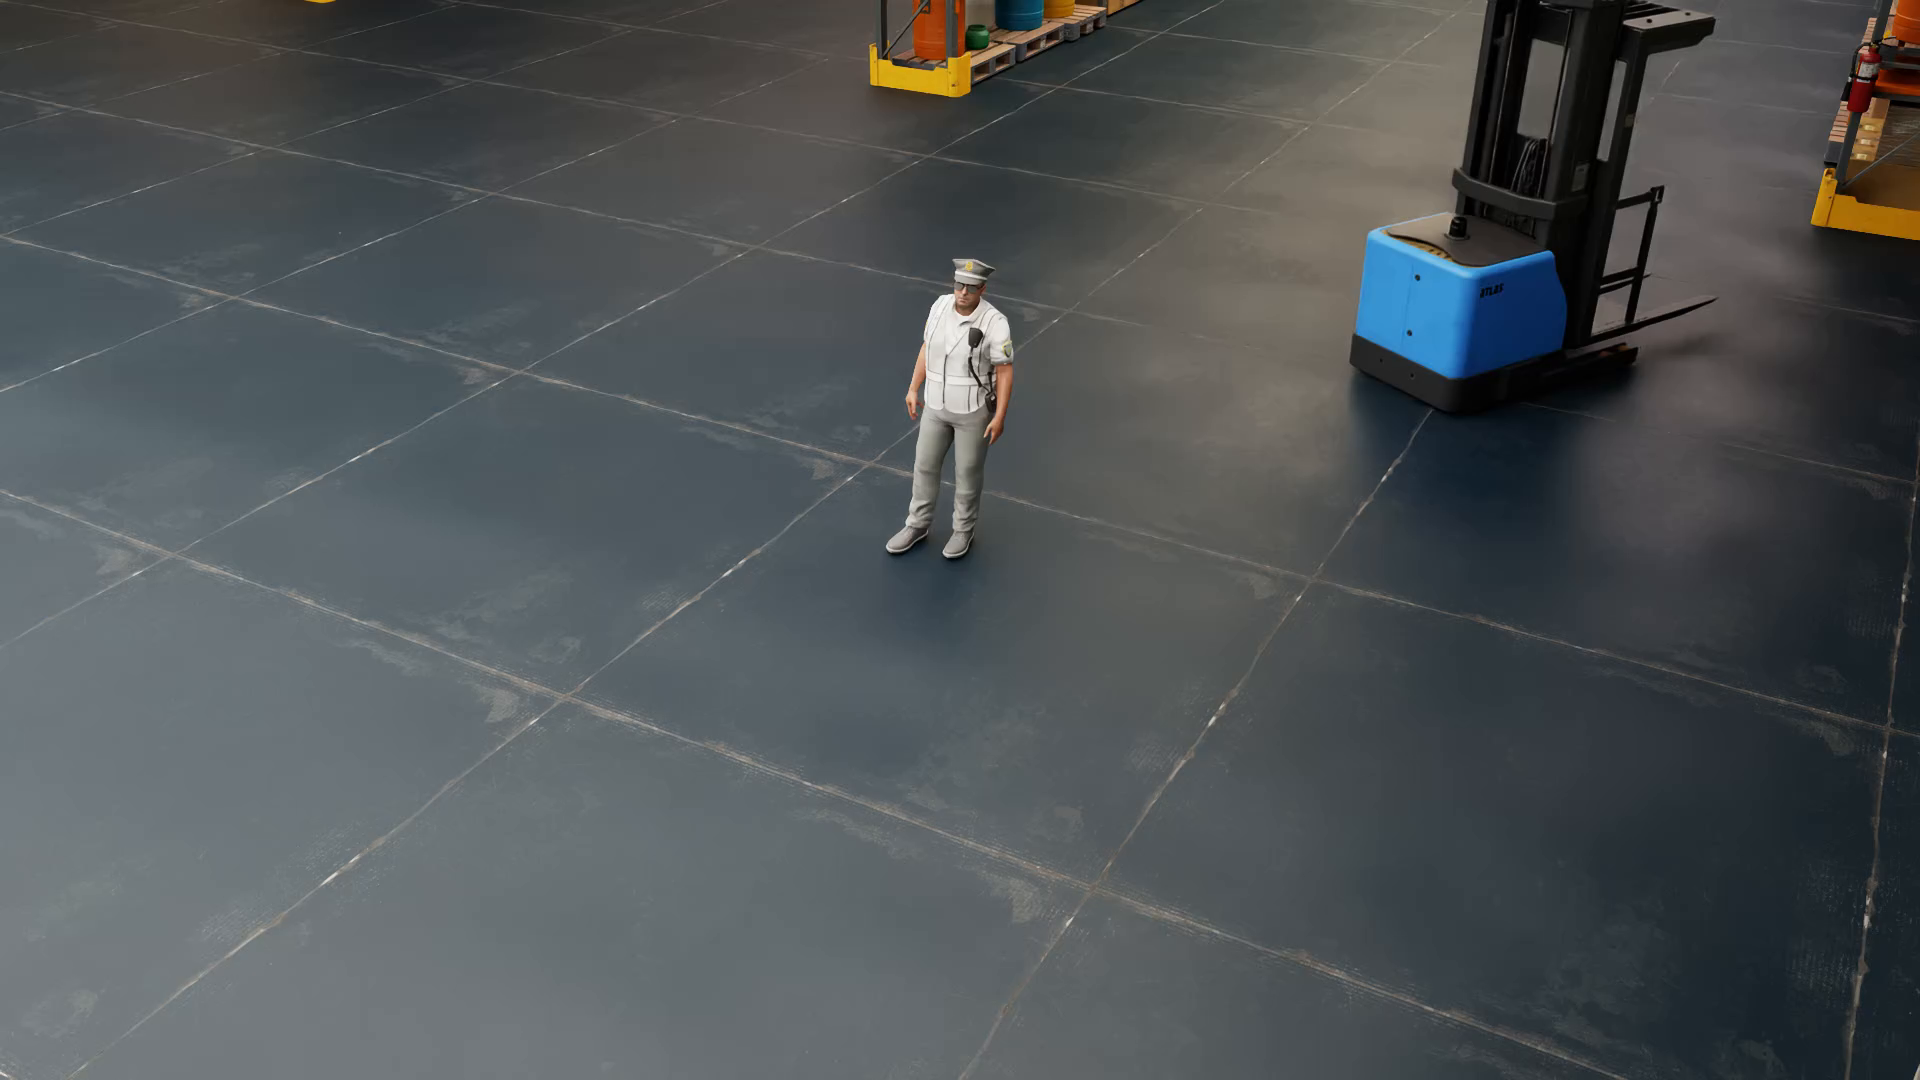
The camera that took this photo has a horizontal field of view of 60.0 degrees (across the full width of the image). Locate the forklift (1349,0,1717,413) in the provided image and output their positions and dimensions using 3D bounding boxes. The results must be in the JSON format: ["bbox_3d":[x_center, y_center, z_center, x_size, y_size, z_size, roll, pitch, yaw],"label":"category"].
[{"bbox_3d":[4.357,-2.684,11.721,3.031,2.935,1.130,-17,34,-27],"label":"forklift"}]

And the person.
[{"bbox_3d":[-0.048,-0.744,9.501,0.641,1.772,0.574,15,33,25],"label":"person"}]
